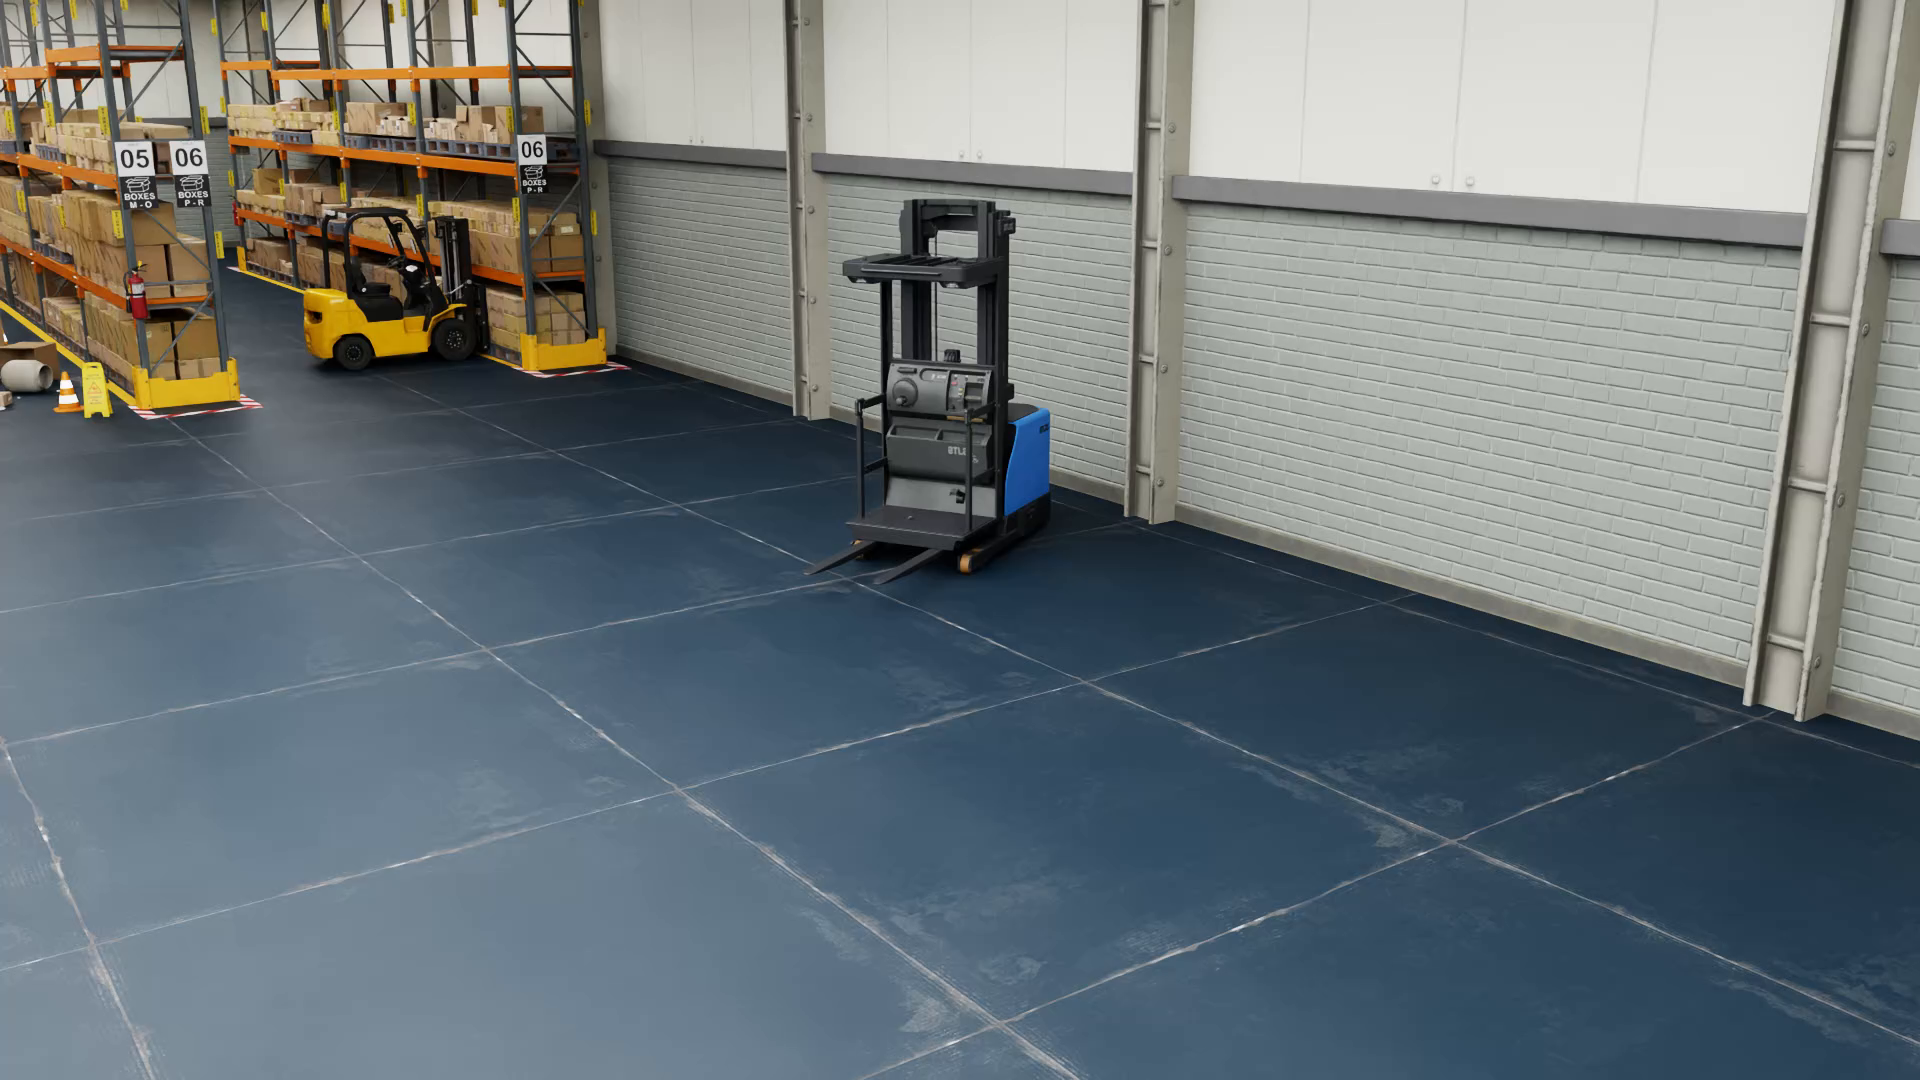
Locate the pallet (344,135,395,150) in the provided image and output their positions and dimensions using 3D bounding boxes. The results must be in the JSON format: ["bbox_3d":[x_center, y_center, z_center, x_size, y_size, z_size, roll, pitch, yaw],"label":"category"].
[{"bbox_3d":[-9.855,-6.860,28.635,1.213,0.211,1.003,-10,18,-32],"label":"pallet"}]

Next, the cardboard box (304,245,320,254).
[{"bbox_3d":[-12.457,-5.634,32.191,0.380,0.149,0.250,-11,19,-36],"label":"cardboard box"}]

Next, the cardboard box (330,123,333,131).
[{"bbox_3d":[-11.000,-7.359,29.628,0.380,0.149,0.250,-10,18,-33],"label":"cardboard box"}]

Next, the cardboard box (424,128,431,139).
[{"bbox_3d":[-7.956,-6.215,25.410,0.380,0.149,0.250,-10,18,-33],"label":"cardboard box"}]

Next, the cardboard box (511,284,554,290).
[{"bbox_3d":[-6.334,-3.632,24.685,0.500,0.250,0.500,-11,19,-35],"label":"cardboard box"}]

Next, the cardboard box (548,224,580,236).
[{"bbox_3d":[-5.612,-4.401,23.556,0.380,0.149,0.250,-11,19,-36],"label":"cardboard box"}]

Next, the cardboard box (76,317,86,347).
[{"bbox_3d":[-12.297,-3.057,24.245,0.950,0.372,0.625,-11,19,-34],"label":"cardboard box"}]

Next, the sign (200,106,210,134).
[{"bbox_3d":[-9.196,-5.109,20.221,0.100,0.325,0.005,-11,19,-35],"label":"sign"}]

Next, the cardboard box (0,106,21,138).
[{"bbox_3d":[-15.610,-6.893,27.412,0.500,0.500,0.500,-11,19,-34],"label":"cardboard box"}]

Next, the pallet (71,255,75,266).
[{"bbox_3d":[-12.319,-4.103,24.250,1.003,0.211,1.213,-11,19,-35],"label":"pallet"}]

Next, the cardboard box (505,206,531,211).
[{"bbox_3d":[-6.533,-4.871,24.711,0.380,0.149,0.250,-11,19,-34],"label":"cardboard box"}]

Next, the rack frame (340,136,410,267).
[{"bbox_3d":[-10.326,-5.636,29.484,1.000,3.000,0.127,-11,19,-35],"label":"rack frame"}]

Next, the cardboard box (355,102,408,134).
[{"bbox_3d":[-9.720,-7.097,27.966,0.700,0.500,0.500,-11,19,-36],"label":"cardboard box"}]

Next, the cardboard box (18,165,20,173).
[{"bbox_3d":[-16.830,-6.722,30.141,0.380,0.149,0.250,-11,19,-34],"label":"cardboard box"}]

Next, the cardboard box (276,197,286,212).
[{"bbox_3d":[-13.175,-6.632,32.845,0.500,0.250,0.500,-10,18,-33],"label":"cardboard box"}]

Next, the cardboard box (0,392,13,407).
[{"bbox_3d":[-12.039,-1.747,20.678,0.380,0.149,0.250,-2,15,-6],"label":"cardboard box"}]

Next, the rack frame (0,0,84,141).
[{"bbox_3d":[-14.339,-7.758,25.875,1.000,3.000,0.127,-11,19,-35],"label":"rack frame"}]

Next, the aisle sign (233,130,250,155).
[{"bbox_3d":[-15.307,-8.567,35.269,0.394,0.787,0.004,-11,19,-35],"label":"aisle sign"}]

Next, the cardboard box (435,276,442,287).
[{"bbox_3d":[-7.944,-3.988,25.984,0.500,0.250,0.500,-11,19,-35],"label":"cardboard box"}]

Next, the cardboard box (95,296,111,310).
[{"bbox_3d":[-11.369,-3.191,22.315,0.380,0.149,0.250,-10,18,-31],"label":"cardboard box"}]

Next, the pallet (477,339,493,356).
[{"bbox_3d":[-6.819,-2.999,25.135,1.003,0.211,1.213,-11,19,-35],"label":"pallet"}]

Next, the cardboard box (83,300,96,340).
[{"bbox_3d":[-11.858,-3.080,23.141,0.500,0.500,0.500,-10,18,-32],"label":"cardboard box"}]

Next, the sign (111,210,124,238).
[{"bbox_3d":[-10.096,-3.785,19.931,0.100,0.325,0.005,-11,19,-35],"label":"sign"}]

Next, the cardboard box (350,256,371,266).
[{"bbox_3d":[-10.821,-5.011,29.915,0.380,0.149,0.250,-12,19,-37],"label":"cardboard box"}]

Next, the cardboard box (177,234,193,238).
[{"bbox_3d":[-10.297,-3.711,21.698,0.500,0.500,0.500,-11,19,-36],"label":"cardboard box"}]

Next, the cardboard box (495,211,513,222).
[{"bbox_3d":[-6.435,-4.640,23.865,0.380,0.149,0.250,-11,19,-34],"label":"cardboard box"}]

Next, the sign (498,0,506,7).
[{"bbox_3d":[-6.070,-7.228,22.021,0.100,0.325,0.005,-11,19,-35],"label":"sign"}]

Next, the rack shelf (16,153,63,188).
[{"bbox_3d":[-13.163,-5.537,24.805,1.077,0.370,4.000,-11,19,-35],"label":"rack shelf"}]

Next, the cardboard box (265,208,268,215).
[{"bbox_3d":[-13.963,-6.730,33.958,0.380,0.149,0.250,-11,19,-35],"label":"cardboard box"}]

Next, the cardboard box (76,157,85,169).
[{"bbox_3d":[-11.315,-4.942,21.745,0.380,0.149,0.250,-11,19,-36],"label":"cardboard box"}]

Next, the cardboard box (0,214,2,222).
[{"bbox_3d":[-16.660,-5.749,29.238,0.500,0.250,0.500,-12,19,-36],"label":"cardboard box"}]

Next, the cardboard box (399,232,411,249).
[{"bbox_3d":[-8.782,-4.883,27.017,0.500,0.250,0.500,-11,19,-35],"label":"cardboard box"}]

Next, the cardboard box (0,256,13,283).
[{"bbox_3d":[-18.029,-5.220,32.023,0.875,0.438,0.875,-10,18,-33],"label":"cardboard box"}]

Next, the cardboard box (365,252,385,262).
[{"bbox_3d":[-10.726,-5.207,30.628,0.380,0.149,0.250,-11,19,-34],"label":"cardboard box"}]

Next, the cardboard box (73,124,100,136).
[{"bbox_3d":[-11.422,-5.388,21.864,0.380,0.149,0.250,-12,19,-36],"label":"cardboard box"}]

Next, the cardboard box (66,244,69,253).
[{"bbox_3d":[-12.654,-4.218,23.984,0.380,0.149,0.250,-12,19,-36],"label":"cardboard box"}]

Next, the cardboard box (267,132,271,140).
[{"bbox_3d":[-13.421,-7.958,32.763,0.380,0.149,0.250,-10,18,-33],"label":"cardboard box"}]

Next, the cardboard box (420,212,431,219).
[{"bbox_3d":[-8.355,-5.181,26.405,0.380,0.149,0.250,-10,18,-33],"label":"cardboard box"}]

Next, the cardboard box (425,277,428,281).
[{"bbox_3d":[-8.290,-3.948,27.022,0.875,0.625,0.625,-10,18,-32],"label":"cardboard box"}]

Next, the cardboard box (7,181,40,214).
[{"bbox_3d":[-15.449,-5.680,27.563,0.500,0.500,0.500,-11,19,-34],"label":"cardboard box"}]

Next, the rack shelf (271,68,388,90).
[{"bbox_3d":[-11.502,-8.416,30.401,1.077,0.370,4.000,-11,19,-35],"label":"rack shelf"}]

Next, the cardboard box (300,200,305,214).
[{"bbox_3d":[-12.171,-6.271,31.266,0.396,0.266,0.258,-10,18,-32],"label":"cardboard box"}]

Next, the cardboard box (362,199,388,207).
[{"bbox_3d":[-10.047,-5.775,28.576,0.380,0.149,0.250,-10,18,-33],"label":"cardboard box"}]

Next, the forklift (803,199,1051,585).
[{"bbox_3d":[-0.265,-1.265,13.645,1.130,2.935,3.031,7,17,24],"label":"forklift"}]

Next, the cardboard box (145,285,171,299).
[{"bbox_3d":[-10.028,-3.081,20.629,0.380,0.149,0.250,-10,18,-33],"label":"cardboard box"}]

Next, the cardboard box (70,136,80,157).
[{"bbox_3d":[-11.355,-5.174,21.836,0.500,0.250,0.500,-11,19,-34],"label":"cardboard box"}]

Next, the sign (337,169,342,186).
[{"bbox_3d":[-12.231,-7.135,32.770,0.100,0.325,0.005,-11,19,-35],"label":"sign"}]

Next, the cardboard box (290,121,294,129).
[{"bbox_3d":[-12.221,-7.723,30.919,0.380,0.149,0.250,-11,19,-35],"label":"cardboard box"}]

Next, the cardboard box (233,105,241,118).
[{"bbox_3d":[-14.688,-8.858,34.348,0.500,0.250,0.500,-11,19,-35],"label":"cardboard box"}]

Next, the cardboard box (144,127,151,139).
[{"bbox_3d":[-9.840,-5.025,20.538,0.380,0.149,0.250,-11,19,-35],"label":"cardboard box"}]
